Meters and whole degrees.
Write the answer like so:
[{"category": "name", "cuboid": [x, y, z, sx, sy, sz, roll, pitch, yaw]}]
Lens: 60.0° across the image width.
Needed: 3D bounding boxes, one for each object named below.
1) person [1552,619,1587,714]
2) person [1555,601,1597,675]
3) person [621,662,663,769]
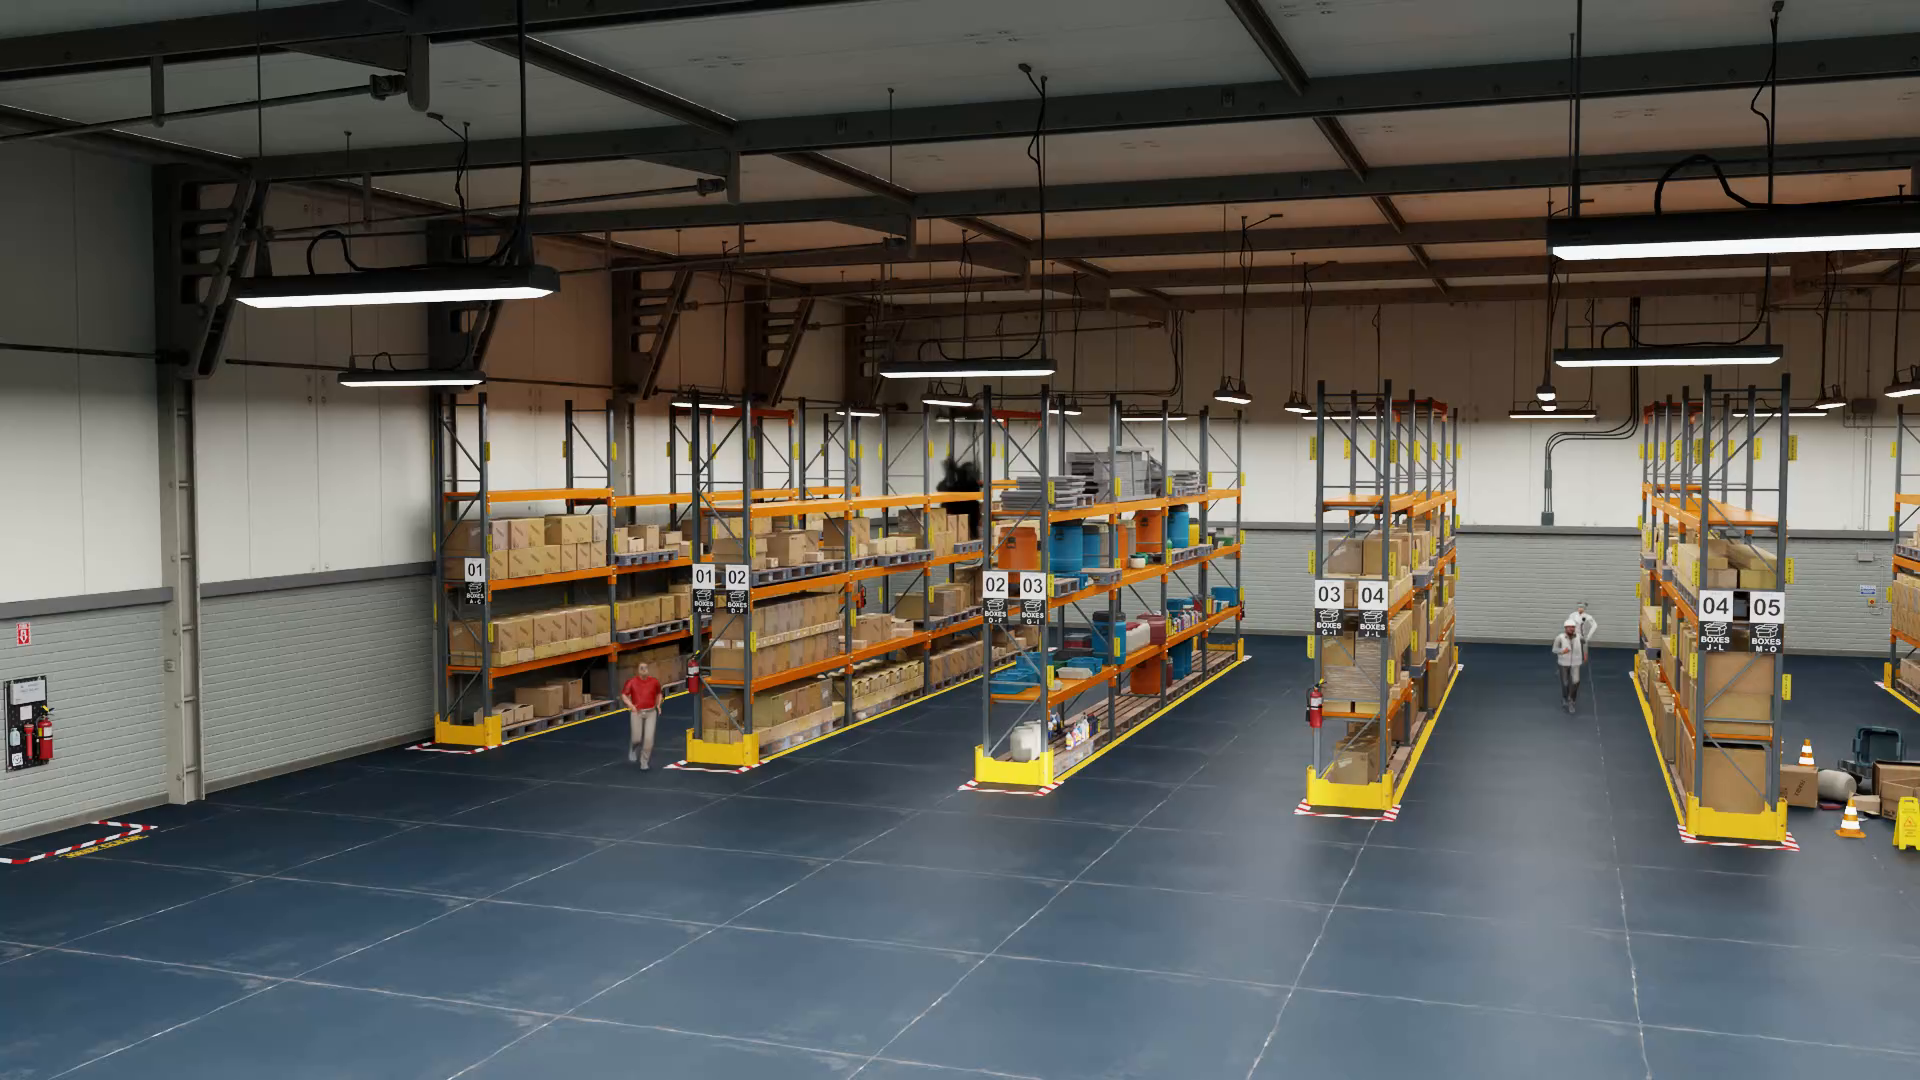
[{"category": "person", "cuboid": [11.736, 2.422, 32.024, 0.678, 1.816, 0.853, 1, 3, 12]}, {"category": "person", "cuboid": [13.804, 2.197, 37.264, 0.763, 1.662, 0.608, -2, 4, -34]}, {"category": "person", "cuboid": [-5.013, 2.761, 26.289, 0.656, 1.681, 0.623, -1, 3, -23]}]
